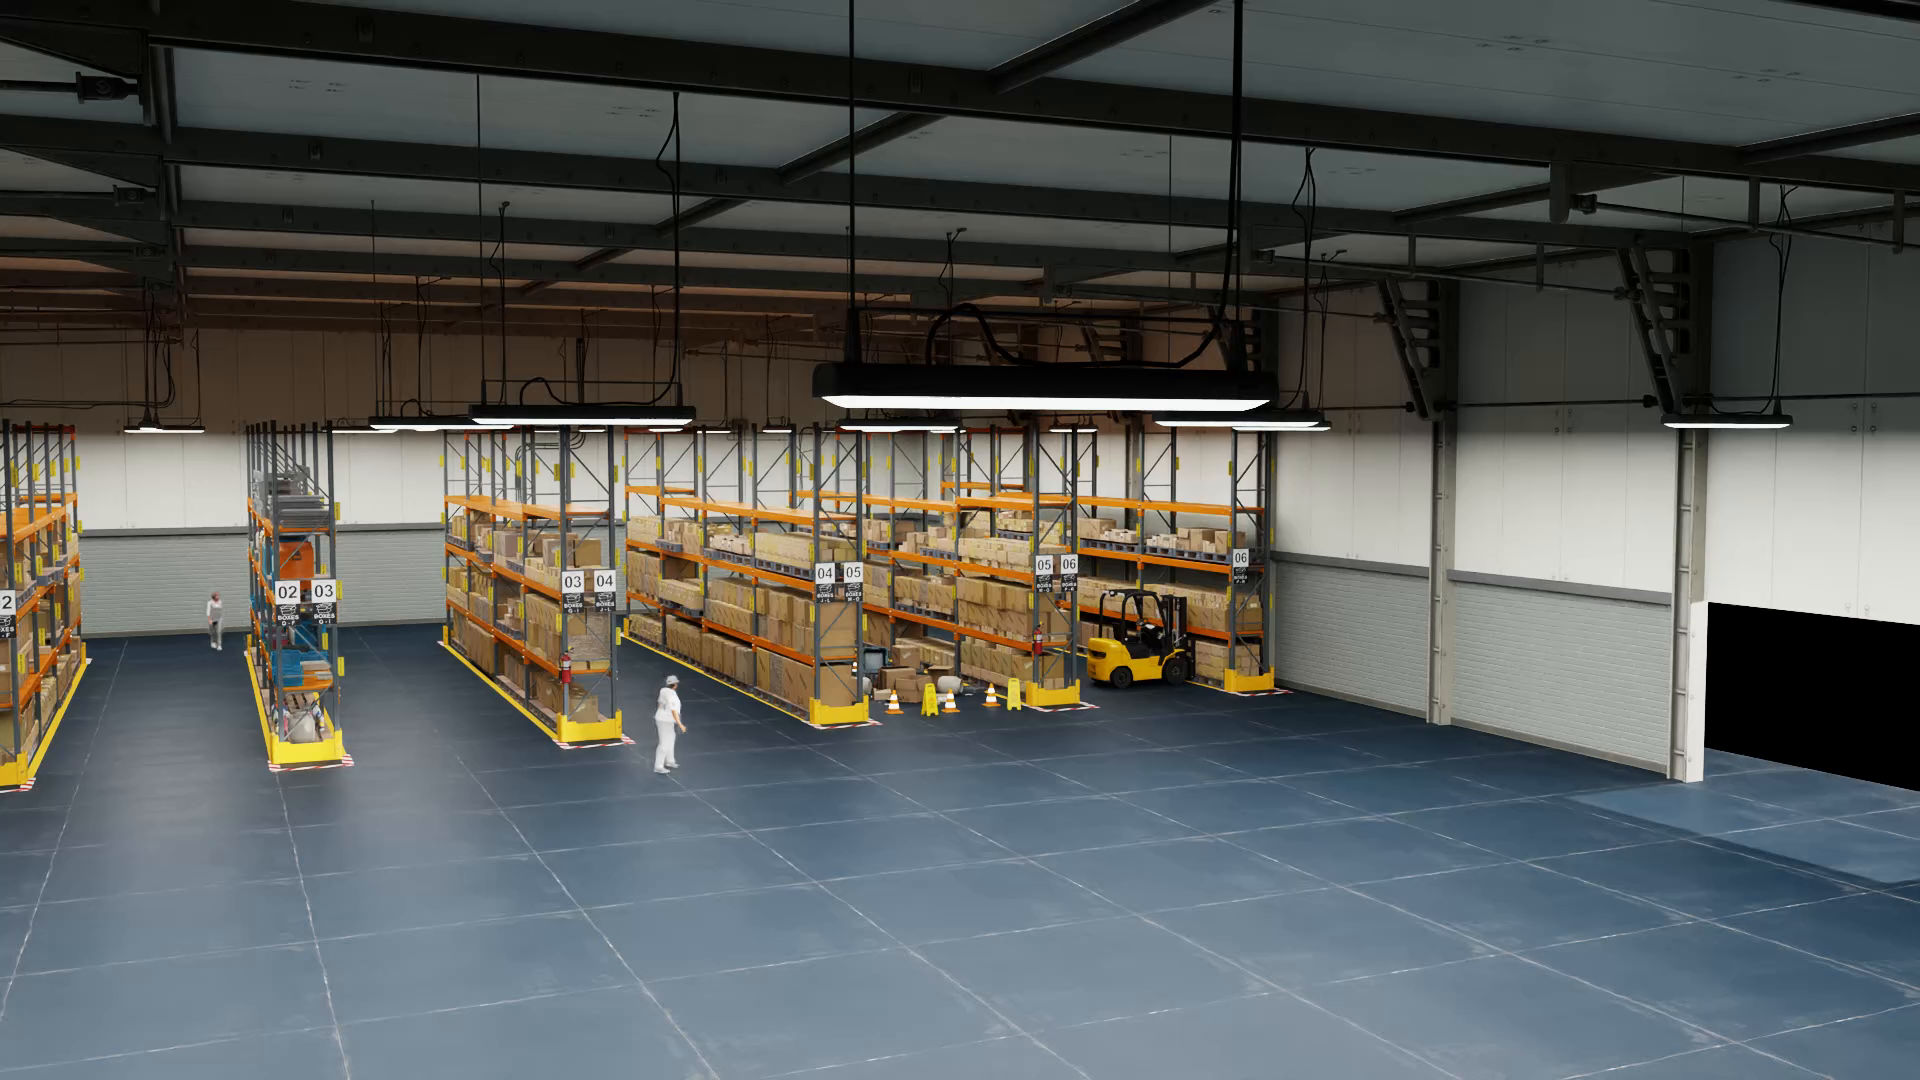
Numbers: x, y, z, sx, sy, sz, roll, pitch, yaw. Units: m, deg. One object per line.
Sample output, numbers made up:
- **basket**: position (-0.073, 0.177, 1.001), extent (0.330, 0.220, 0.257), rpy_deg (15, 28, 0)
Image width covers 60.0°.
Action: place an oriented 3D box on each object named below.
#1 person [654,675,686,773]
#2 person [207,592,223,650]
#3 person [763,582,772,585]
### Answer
- **person**: position (-5.007, 3.152, 28.477), extent (0.547, 1.698, 0.672), rpy_deg (-1, 4, -18)
- **person**: position (-19.920, 2.163, 44.465), extent (0.387, 1.537, 0.954), rpy_deg (-2, 4, -25)
- **person**: position (-5.277, 2.020, 45.134), extent (0.458, 1.783, 0.570), rpy_deg (-2, 4, -28)
